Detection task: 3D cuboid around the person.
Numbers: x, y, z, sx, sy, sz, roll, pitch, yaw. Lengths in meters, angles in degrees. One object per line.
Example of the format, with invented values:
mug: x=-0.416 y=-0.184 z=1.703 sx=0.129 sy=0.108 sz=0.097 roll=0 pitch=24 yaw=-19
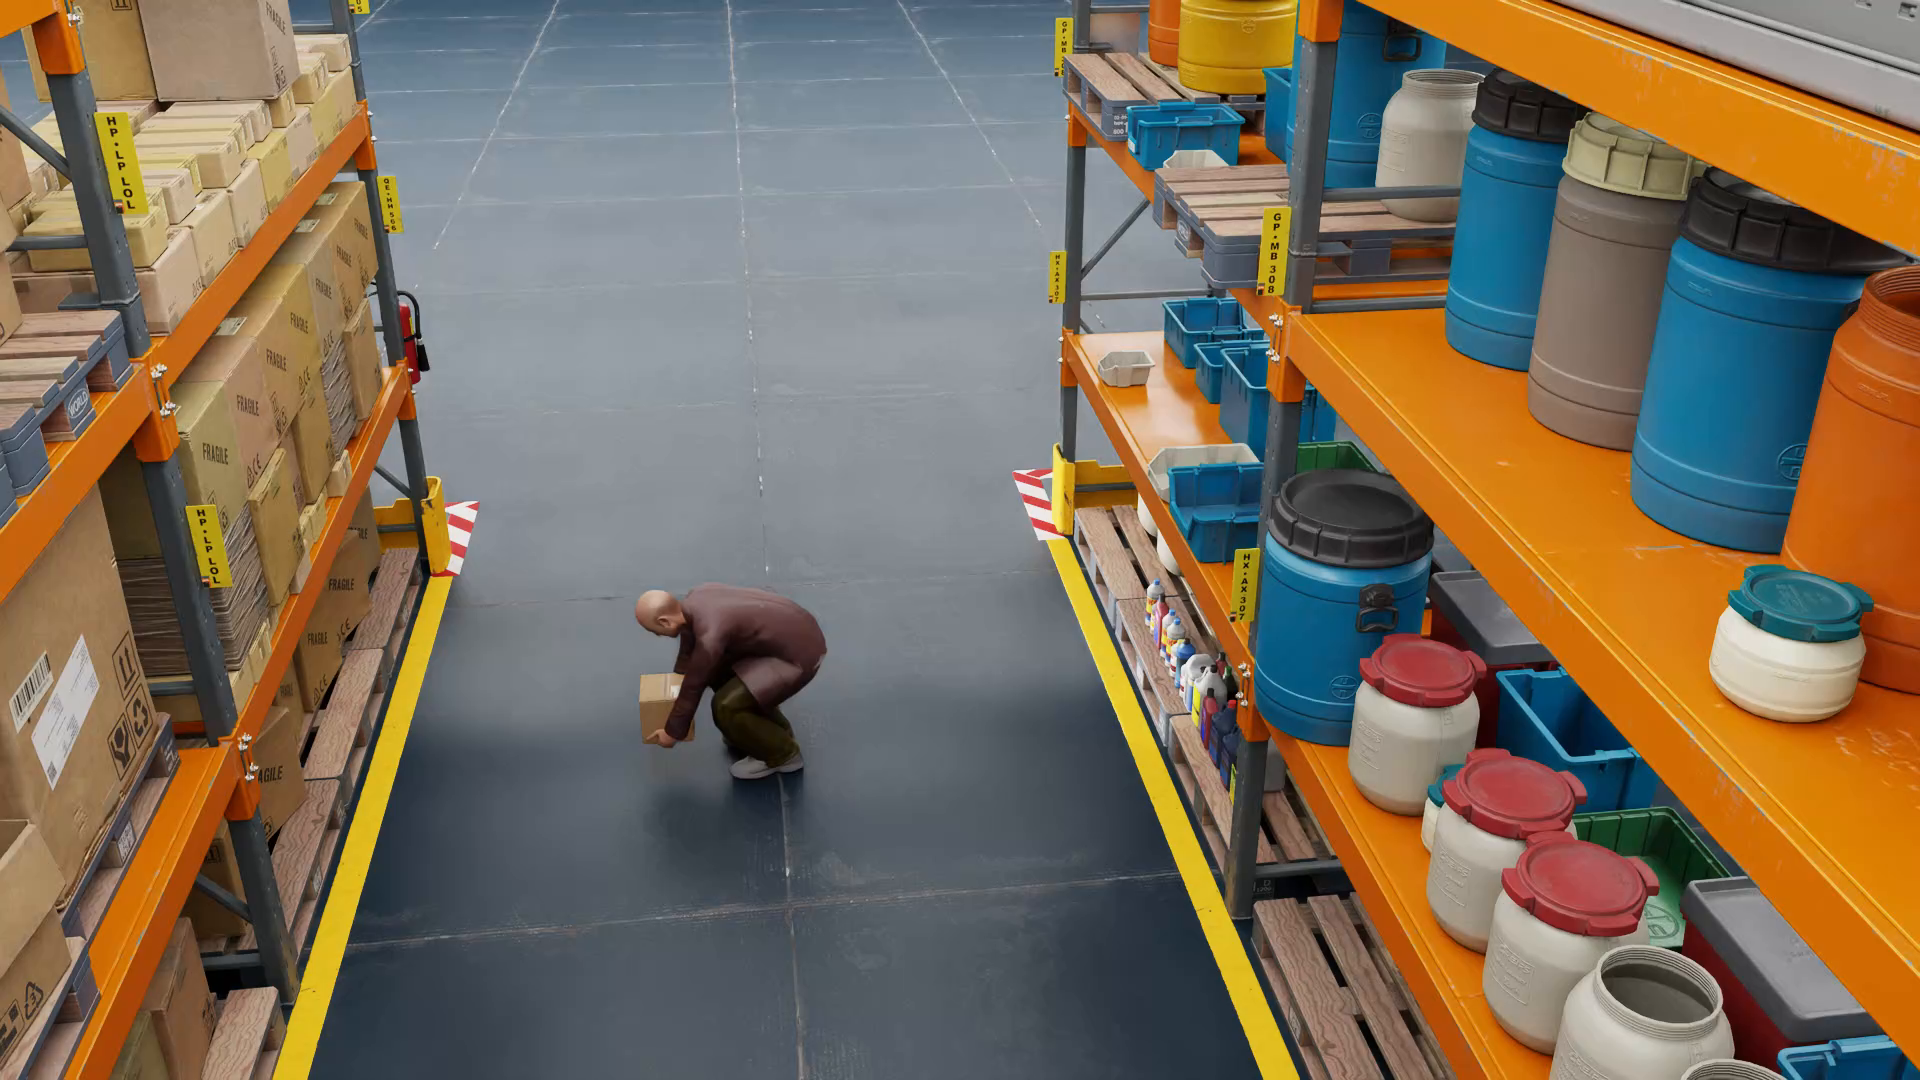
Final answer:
person: x=-1.105 y=0.654 z=8.189 sx=0.910 sy=1.011 sz=0.585 roll=-4 pitch=27 yaw=-8
